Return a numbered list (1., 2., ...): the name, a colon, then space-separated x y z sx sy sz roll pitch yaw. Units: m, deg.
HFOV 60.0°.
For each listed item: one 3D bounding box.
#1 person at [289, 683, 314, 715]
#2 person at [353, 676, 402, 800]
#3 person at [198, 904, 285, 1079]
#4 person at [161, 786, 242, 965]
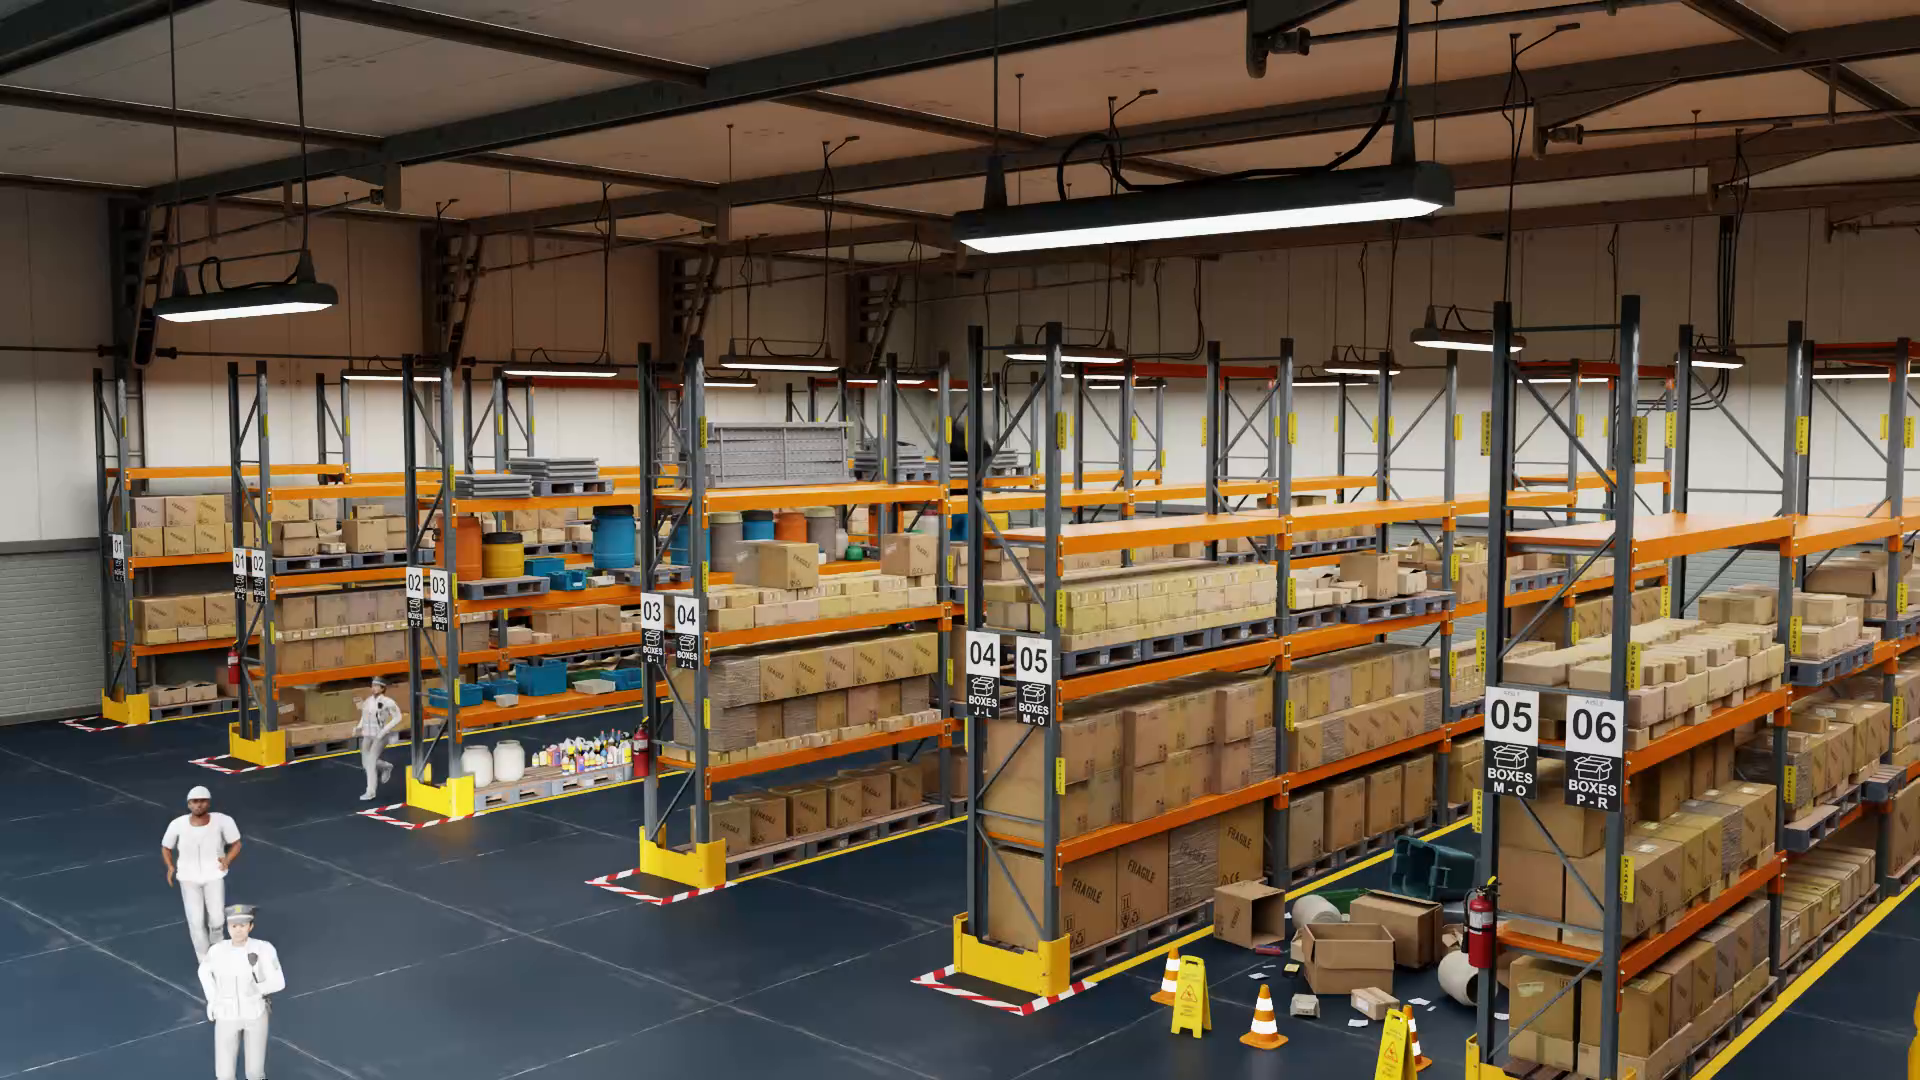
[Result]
1. person: -10.722 2.300 27.104 0.656 1.740 0.620 4 6 42
2. person: -7.933 2.669 22.655 0.615 1.650 0.725 2 5 21
3. person: -5.121 3.447 11.857 0.593 1.752 0.709 -1 4 -18
4. person: -7.110 3.154 15.604 0.696 1.727 0.671 -2 5 -21
